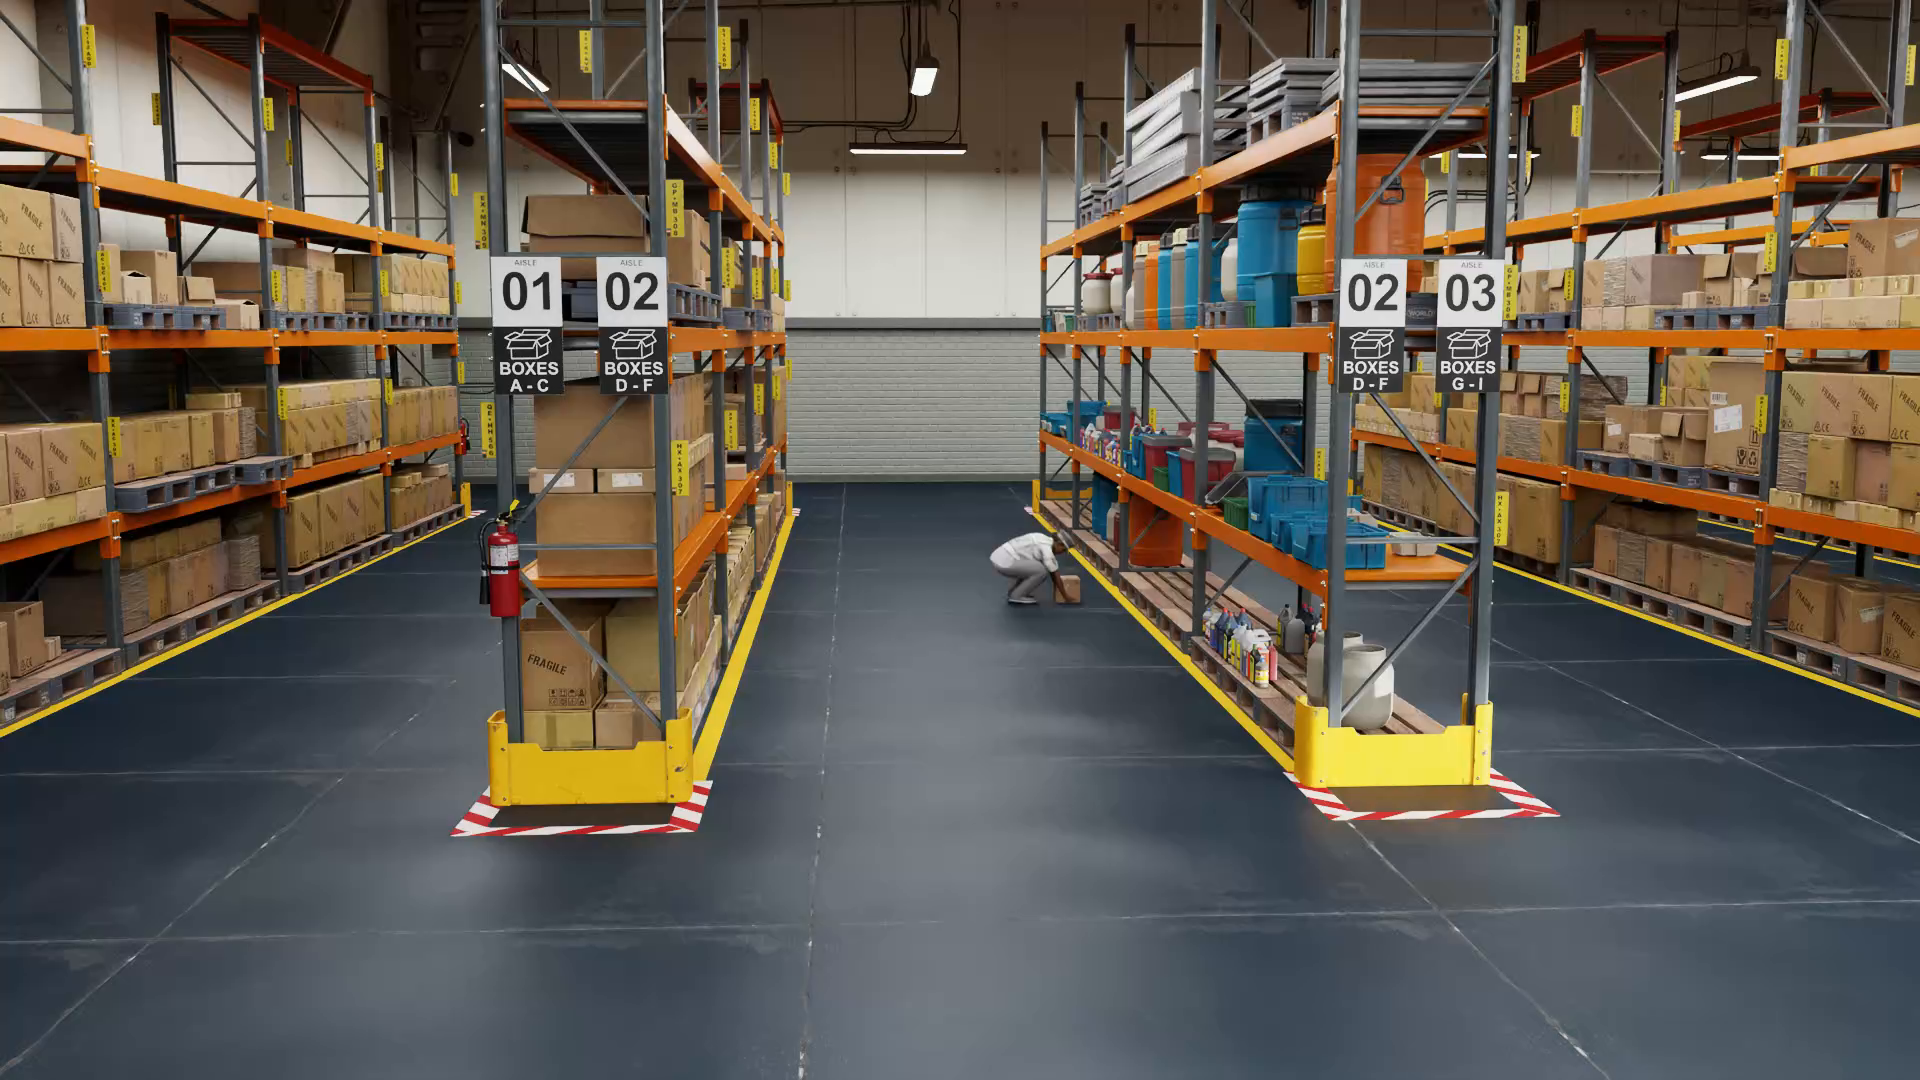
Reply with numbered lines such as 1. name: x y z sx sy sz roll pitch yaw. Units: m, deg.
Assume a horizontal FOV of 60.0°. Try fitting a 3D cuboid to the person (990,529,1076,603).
1. person: 0.777 0.296 17.311 0.884 0.817 0.451 -1 7 -5
